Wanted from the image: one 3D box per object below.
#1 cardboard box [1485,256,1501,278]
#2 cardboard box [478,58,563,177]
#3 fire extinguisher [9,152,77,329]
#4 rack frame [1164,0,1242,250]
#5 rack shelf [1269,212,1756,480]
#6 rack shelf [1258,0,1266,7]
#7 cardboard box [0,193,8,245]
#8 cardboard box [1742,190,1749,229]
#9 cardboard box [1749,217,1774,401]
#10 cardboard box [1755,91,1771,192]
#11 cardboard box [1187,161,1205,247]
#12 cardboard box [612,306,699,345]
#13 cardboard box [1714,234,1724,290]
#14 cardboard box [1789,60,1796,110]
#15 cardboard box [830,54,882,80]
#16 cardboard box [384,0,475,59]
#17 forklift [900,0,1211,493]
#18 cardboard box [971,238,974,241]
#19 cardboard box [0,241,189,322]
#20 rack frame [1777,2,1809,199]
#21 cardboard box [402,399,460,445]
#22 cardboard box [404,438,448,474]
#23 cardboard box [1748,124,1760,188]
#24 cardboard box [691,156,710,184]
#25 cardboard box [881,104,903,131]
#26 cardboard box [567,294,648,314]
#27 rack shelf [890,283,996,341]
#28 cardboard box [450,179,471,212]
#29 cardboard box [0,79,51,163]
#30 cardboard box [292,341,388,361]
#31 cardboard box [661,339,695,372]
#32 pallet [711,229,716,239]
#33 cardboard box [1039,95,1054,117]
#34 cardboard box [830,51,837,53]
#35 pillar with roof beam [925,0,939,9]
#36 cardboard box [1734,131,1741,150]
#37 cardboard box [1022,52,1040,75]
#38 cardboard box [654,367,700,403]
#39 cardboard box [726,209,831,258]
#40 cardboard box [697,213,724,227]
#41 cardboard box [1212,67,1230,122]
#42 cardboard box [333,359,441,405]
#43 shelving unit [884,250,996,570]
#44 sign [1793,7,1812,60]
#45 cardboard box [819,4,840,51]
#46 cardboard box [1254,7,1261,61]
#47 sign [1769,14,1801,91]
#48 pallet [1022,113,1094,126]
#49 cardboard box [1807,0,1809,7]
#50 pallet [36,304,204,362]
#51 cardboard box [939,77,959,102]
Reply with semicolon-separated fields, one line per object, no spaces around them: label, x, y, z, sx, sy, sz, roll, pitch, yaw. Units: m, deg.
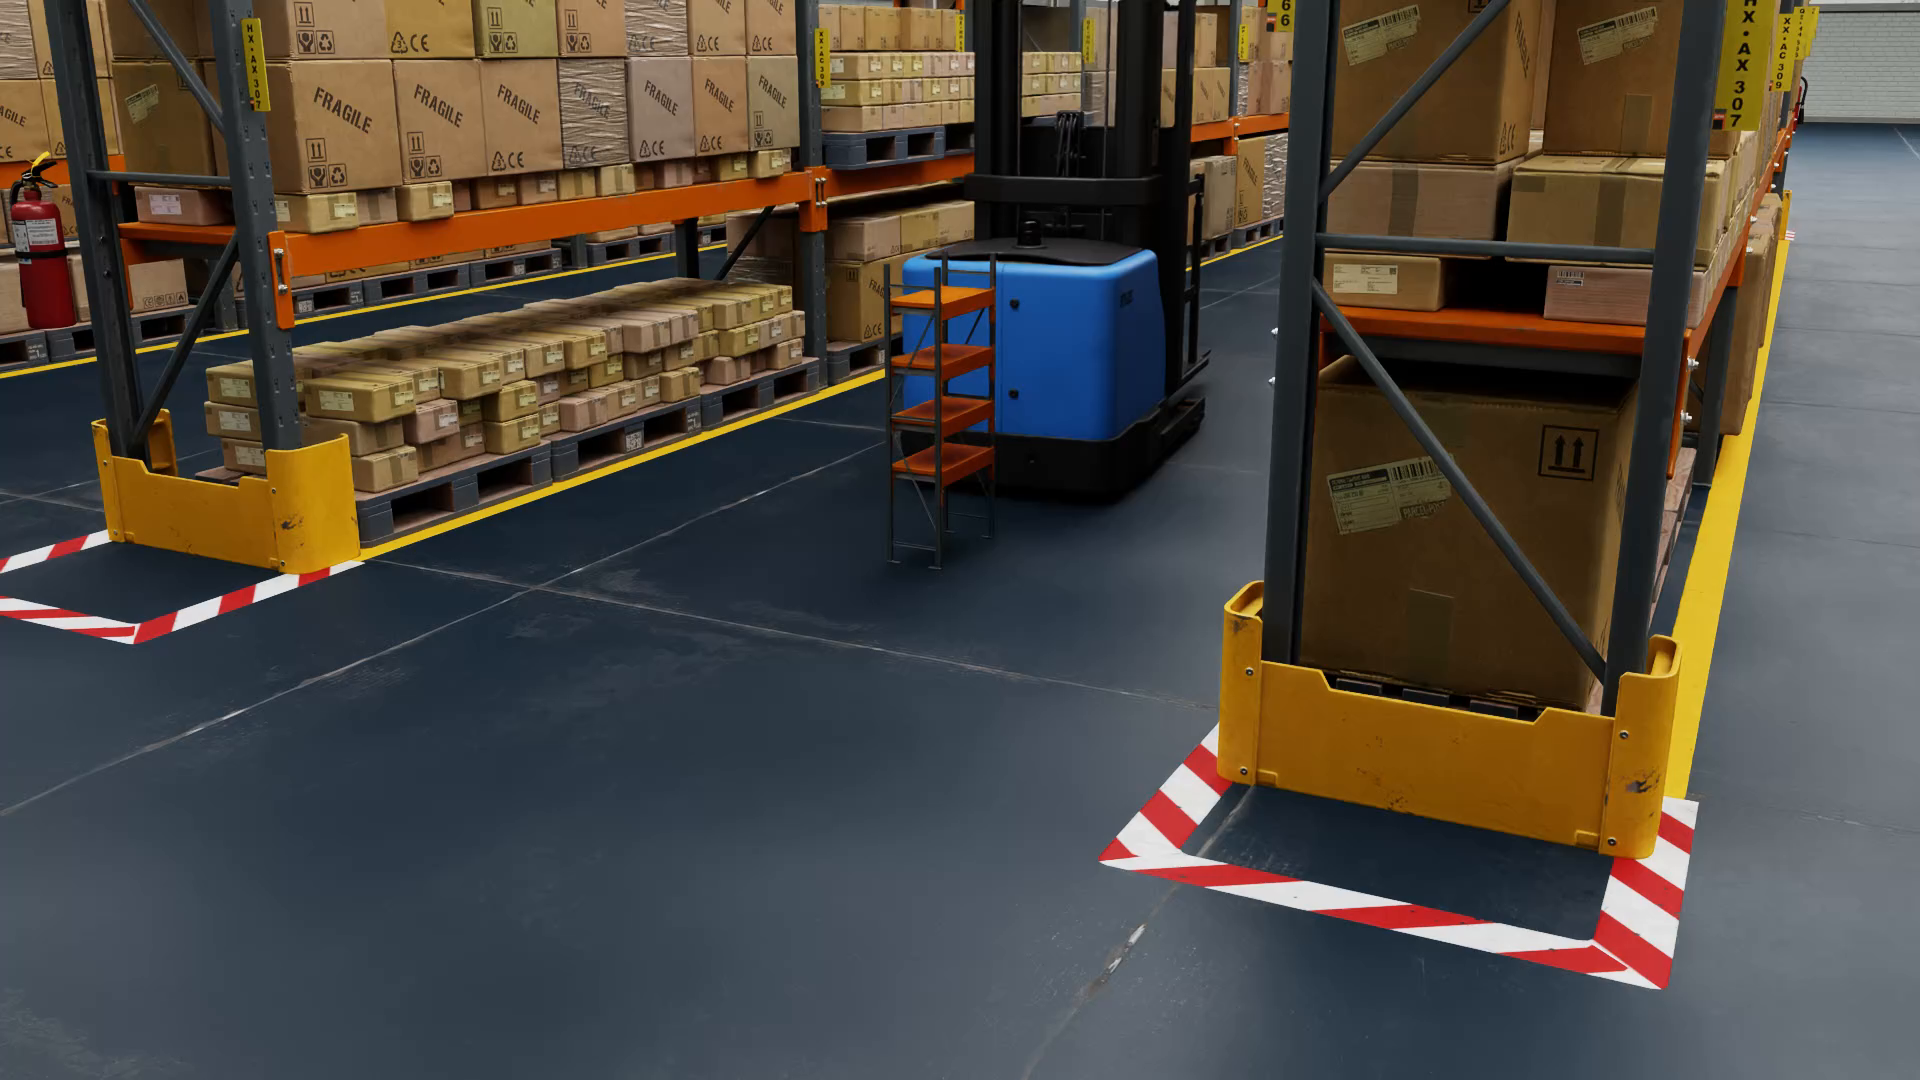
cardboard box;1.530;-0.942;5.369;0.380;0.149;0.250;8;19;26
cardboard box;-2.173;-1.925;7.539;0.500;0.500;0.500;8;18;26
fire extinguisher;-3.592;-1.171;6.490;0.296;0.674;0.183;8;18;25
rack frame;2.295;-4.449;16.736;1.000;3.000;0.127;8;18;25
rack shelf;2.219;-0.900;6.051;1.077;0.370;4.000;8;18;25
rack shelf;3.189;-6.052;18.126;1.077;0.370;4.000;8;18;25
cardboard box;-9.322;-3.007;15.533;0.500;0.500;0.500;8;18;24
cardboard box;2.925;-1.318;6.636;0.380;0.149;0.250;8;19;26
cardboard box;3.779;-1.331;9.230;1.225;0.875;0.875;7;18;23
cardboard box;3.765;-2.016;8.368;0.500;0.500;0.500;8;18;25
cardboard box;1.664;-3.157;15.600;1.050;0.750;0.750;8;18;25
cardboard box;-1.613;-1.136;8.806;0.380;0.149;0.250;7;18;23
cardboard box;2.122;-0.861;5.097;0.380;0.149;0.250;8;18;25
cardboard box;6.944;-4.090;14.827;0.875;0.500;0.500;8;18;25
cardboard box;-0.692;-2.819;9.907;0.380;0.149;0.250;9;19;28
cardboard box;-2.409;-2.272;6.952;0.500;0.500;0.500;9;19;27
forklift;0.701;-1.995;8.593;1.130;2.935;3.031;6;18;19
cardboard box;-0.010;-1.964;12.021;0.500;0.500;0.500;7;18;23
cardboard box;-6.130;-1.842;11.721;0.875;0.438;0.875;8;18;25
rack frame;8.475;-4.811;17.955;1.000;3.000;0.127;8;18;25
cardboard box;-2.430;-0.533;7.298;0.380;0.149;0.250;8;18;25
cardboard box;-2.503;-0.397;7.362;0.380;0.149;0.250;8;18;25
cardboard box;2.921;-1.547;6.707;0.500;0.250;0.500;9;19;27
cardboard box;-1.565;-1.992;8.903;0.380;0.149;0.250;8;18;24
cardboard box;-0.573;-2.605;10.232;0.380;0.149;0.250;8;19;26
cardboard box;-1.960;-1.267;9.247;0.380;0.149;0.250;8;18;24
rack shelf;-0.074;-0.910;6.600;0.258;0.148;0.480;8;18;25
cardboard box;-2.391;-1.528;7.343;0.380;0.149;0.250;9;19;28
cardboard box;-6.168;-2.651;10.506;0.500;0.500;0.500;8;18;25
cardboard box;-2.891;-0.818;7.736;0.380;0.149;0.250;8;18;24
cardboard box;-1.646;-1.008;8.898;0.380;0.149;0.250;9;19;27
pallet;-2.525;-3.518;18.498;1.003;0.211;1.213;8;18;25
cardboard box;0.471;-3.198;12.228;0.380;0.149;0.250;8;19;26
cardboard box;-1.732;-5.320;18.971;0.500;0.500;0.500;8;18;25
pillar with roof beam;3.263;-12.025;31.704;9.100;9.000;0.400;8;18;25
cardboard box;2.231;-1.514;5.277;0.500;0.500;0.500;8;18;24
cardboard box;0.352;-3.414;11.910;0.380;0.149;0.250;9;19;27
cardboard box;-1.612;-0.839;8.851;0.380;0.149;0.250;8;18;25
cardboard box;-1.173;-1.996;10.811;0.500;0.250;0.500;8;18;24
cardboard box;-3.038;-3.500;17.418;0.950;0.372;0.625;9;19;27
cardboard box;2.301;-4.330;16.159;0.500;0.500;0.500;8;18;25
cardboard box;-2.513;-0.688;7.298;0.380;0.149;0.250;8;19;26
shelving unit;-0.074;-0.533;6.712;0.258;1.200;0.503;8;18;25
sign;5.398;-3.259;10.694;0.100;0.325;0.005;8;18;25
cardboard box;-1.788;-5.807;18.855;0.700;0.500;0.500;8;18;25
cardboard box;2.632;-5.283;17.384;0.875;0.550;0.550;8;18;25
sign;3.610;-2.137;7.293;0.100;0.325;0.005;8;18;25
pallet;0.285;-3.143;12.676;1.213;0.211;1.003;8;18;25
cardboard box;8.232;-5.181;16.747;0.500;0.500;0.500;8;18;25
pallet;-6.163;-1.495;11.687;1.003;0.211;1.213;8;18;25
cardboard box;-0.229;-2.944;10.849;0.380;0.149;0.250;9;19;28
